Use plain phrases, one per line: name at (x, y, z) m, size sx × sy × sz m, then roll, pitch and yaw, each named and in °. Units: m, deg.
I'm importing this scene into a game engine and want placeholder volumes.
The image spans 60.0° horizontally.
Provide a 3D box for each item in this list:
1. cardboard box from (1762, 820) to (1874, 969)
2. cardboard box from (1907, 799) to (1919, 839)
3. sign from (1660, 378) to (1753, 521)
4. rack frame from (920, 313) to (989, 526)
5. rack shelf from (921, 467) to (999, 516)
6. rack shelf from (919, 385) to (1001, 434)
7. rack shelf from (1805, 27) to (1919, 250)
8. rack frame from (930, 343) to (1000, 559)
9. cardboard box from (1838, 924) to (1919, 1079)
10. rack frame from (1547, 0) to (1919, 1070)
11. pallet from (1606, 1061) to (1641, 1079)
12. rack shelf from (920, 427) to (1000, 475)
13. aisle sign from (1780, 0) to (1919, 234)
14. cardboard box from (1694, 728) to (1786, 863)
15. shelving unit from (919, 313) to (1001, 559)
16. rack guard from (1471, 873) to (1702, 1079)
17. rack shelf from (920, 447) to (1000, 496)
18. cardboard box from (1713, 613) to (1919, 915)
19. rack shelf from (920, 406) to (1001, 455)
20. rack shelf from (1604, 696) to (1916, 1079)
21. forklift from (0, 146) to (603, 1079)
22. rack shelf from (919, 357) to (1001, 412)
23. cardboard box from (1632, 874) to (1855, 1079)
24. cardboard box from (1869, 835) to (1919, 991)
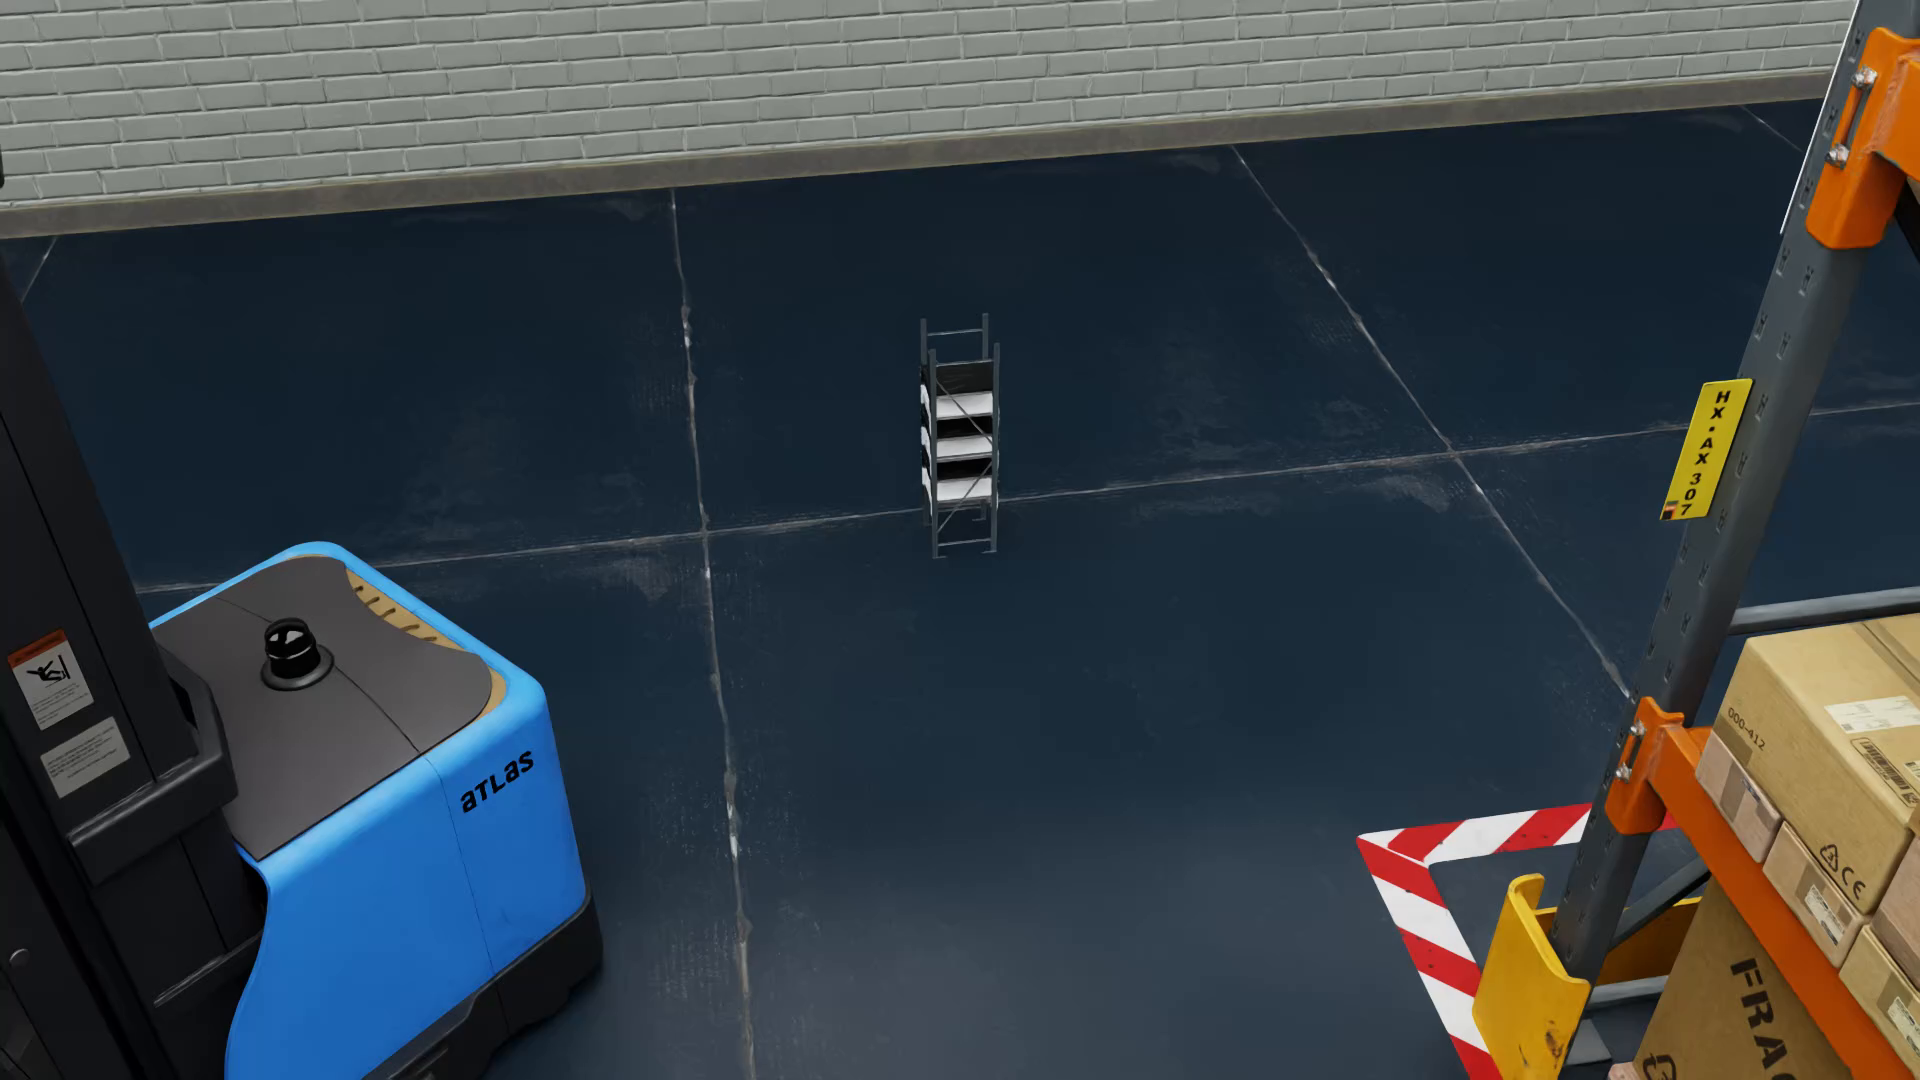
cardboard box at (1.791, 0.648, 3.176) m, size 0.380 × 0.149 × 0.250 m, roll -7°, pitch 38°, yaw -9°
cardboard box at (1.913, 0.410, 2.545) m, size 0.500 × 0.500 × 0.500 m, roll -7°, pitch 38°, yaw -9°
sign at (1.459, -0.173, 3.258) m, size 0.100 × 0.325 × 0.005 m, roll -6°, pitch 38°, yaw -8°
rack frame at (-0.019, -0.422, 6.059) m, size 0.240 × 0.900 × 0.006 m, roll -6°, pitch 38°, yaw -8°
rack shelf at (-0.001, -0.192, 6.111) m, size 0.258 × 0.077 × 0.200 m, roll -6°, pitch 38°, yaw -8°
rack shelf at (-0.001, -0.476, 5.890) m, size 0.258 × 0.077 × 0.200 m, roll -6°, pitch 38°, yaw -8°
rack shelf at (2.358, 0.451, 1.365) m, size 1.077 × 0.370 × 4.000 m, roll -6°, pitch 38°, yaw -8°
rack frame at (0.016, -0.299, 5.901) m, size 0.240 × 0.900 × 0.006 m, roll -6°, pitch 38°, yaw -8°
cardboard box at (1.836, 0.802, 2.977) m, size 0.380 × 0.149 × 0.250 m, roll -7°, pitch 38°, yaw -9°
rack frame at (2.007, 0.144, 3.620) m, size 1.000 × 3.000 × 0.127 m, roll -6°, pitch 38°, yaw -8°
pallet at (2.224, 1.720, 3.865) m, size 1.003 × 0.211 × 1.213 m, roll -6°, pitch 38°, yaw -8°
rack shelf at (-0.001, -0.334, 6.001) m, size 0.258 × 0.077 × 0.200 m, roll -6°, pitch 38°, yaw -8°
aisle sign at (1.699, -0.894, 2.837) m, size 0.394 × 0.787 × 0.004 m, roll -6°, pitch 38°, yaw -8°
cardboard box at (1.744, 0.493, 3.375) m, size 0.380 × 0.149 × 0.250 m, roll -6°, pitch 38°, yaw -7°
shelving unit at (-0.001, -0.360, 5.980) m, size 0.258 × 0.900 × 0.210 m, roll -6°, pitch 38°, yaw -8°
rack guard at (2.003, 1.117, 4.405) m, size 1.175 × 0.500 × 0.348 m, roll -6°, pitch 38°, yaw -8°
rack shelf at (-0.001, -0.263, 6.056) m, size 0.258 × 0.077 × 0.200 m, roll -6°, pitch 38°, yaw -8°
cardboard box at (1.825, 0.405, 3.164) m, size 0.500 × 0.250 × 0.500 m, roll -7°, pitch 38°, yaw -9°
rack shelf at (-0.001, -0.405, 5.945) m, size 0.258 × 0.077 × 0.200 m, roll -6°, pitch 38°, yaw -8°
rack shelf at (2.358, 1.636, 2.286) m, size 1.077 × 0.370 × 4.000 m, roll -6°, pitch 38°, yaw -8°
forklift at (-2.328, 0.552, 3.151) m, size 1.130 × 2.935 × 3.031 m, roll 27°, pitch 45°, yaw 30°
rack shelf at (-0.001, -0.547, 5.835) m, size 0.258 × 0.077 × 0.200 m, roll -6°, pitch 38°, yaw -8°
cardboard box at (2.198, 1.195, 3.656) m, size 0.875 × 0.875 × 0.875 m, roll -6°, pitch 38°, yaw -8°
cardboard box at (1.923, 0.718, 2.761) m, size 0.500 × 0.250 × 0.500 m, roll -7°, pitch 38°, yaw -9°
